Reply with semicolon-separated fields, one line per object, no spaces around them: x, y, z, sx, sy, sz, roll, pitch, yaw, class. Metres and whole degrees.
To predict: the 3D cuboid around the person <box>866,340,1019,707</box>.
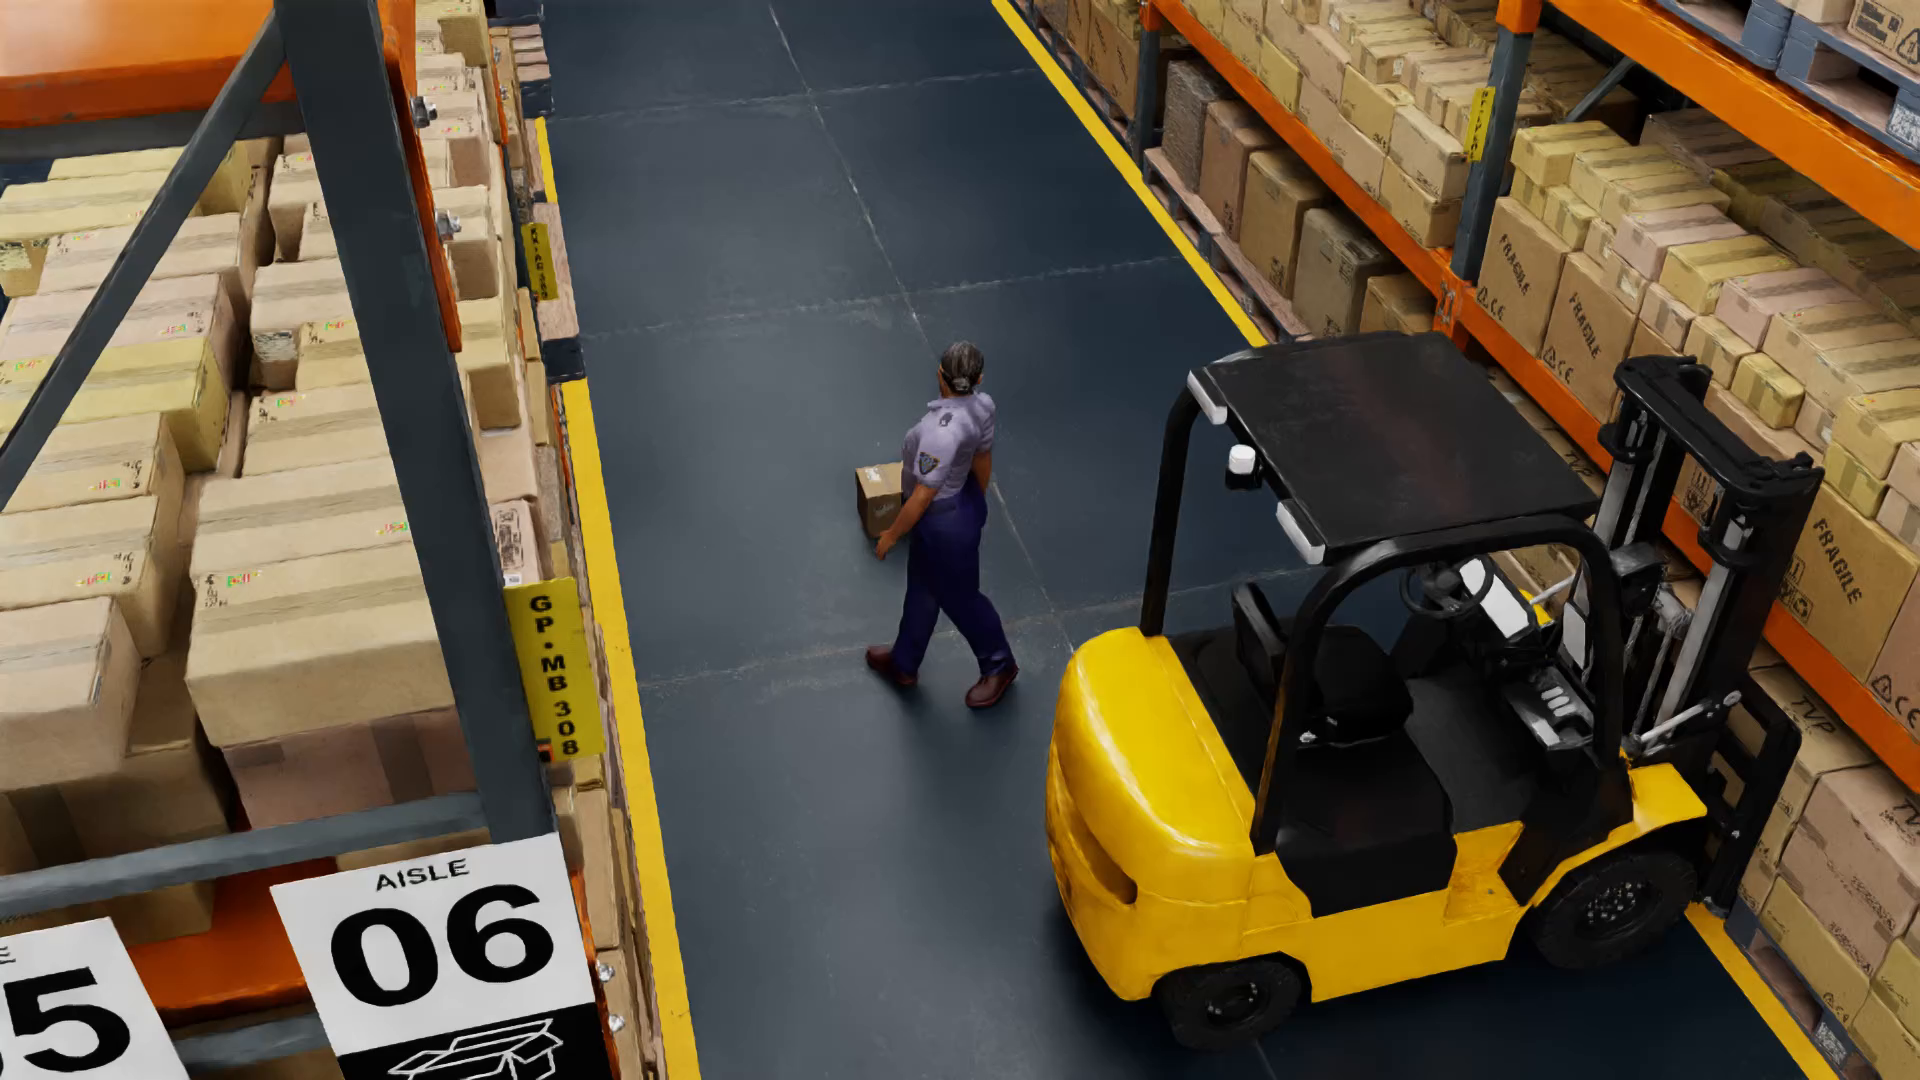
-0.079;-0.068;6.848;0.681;1.606;0.528;6;39;8;person
